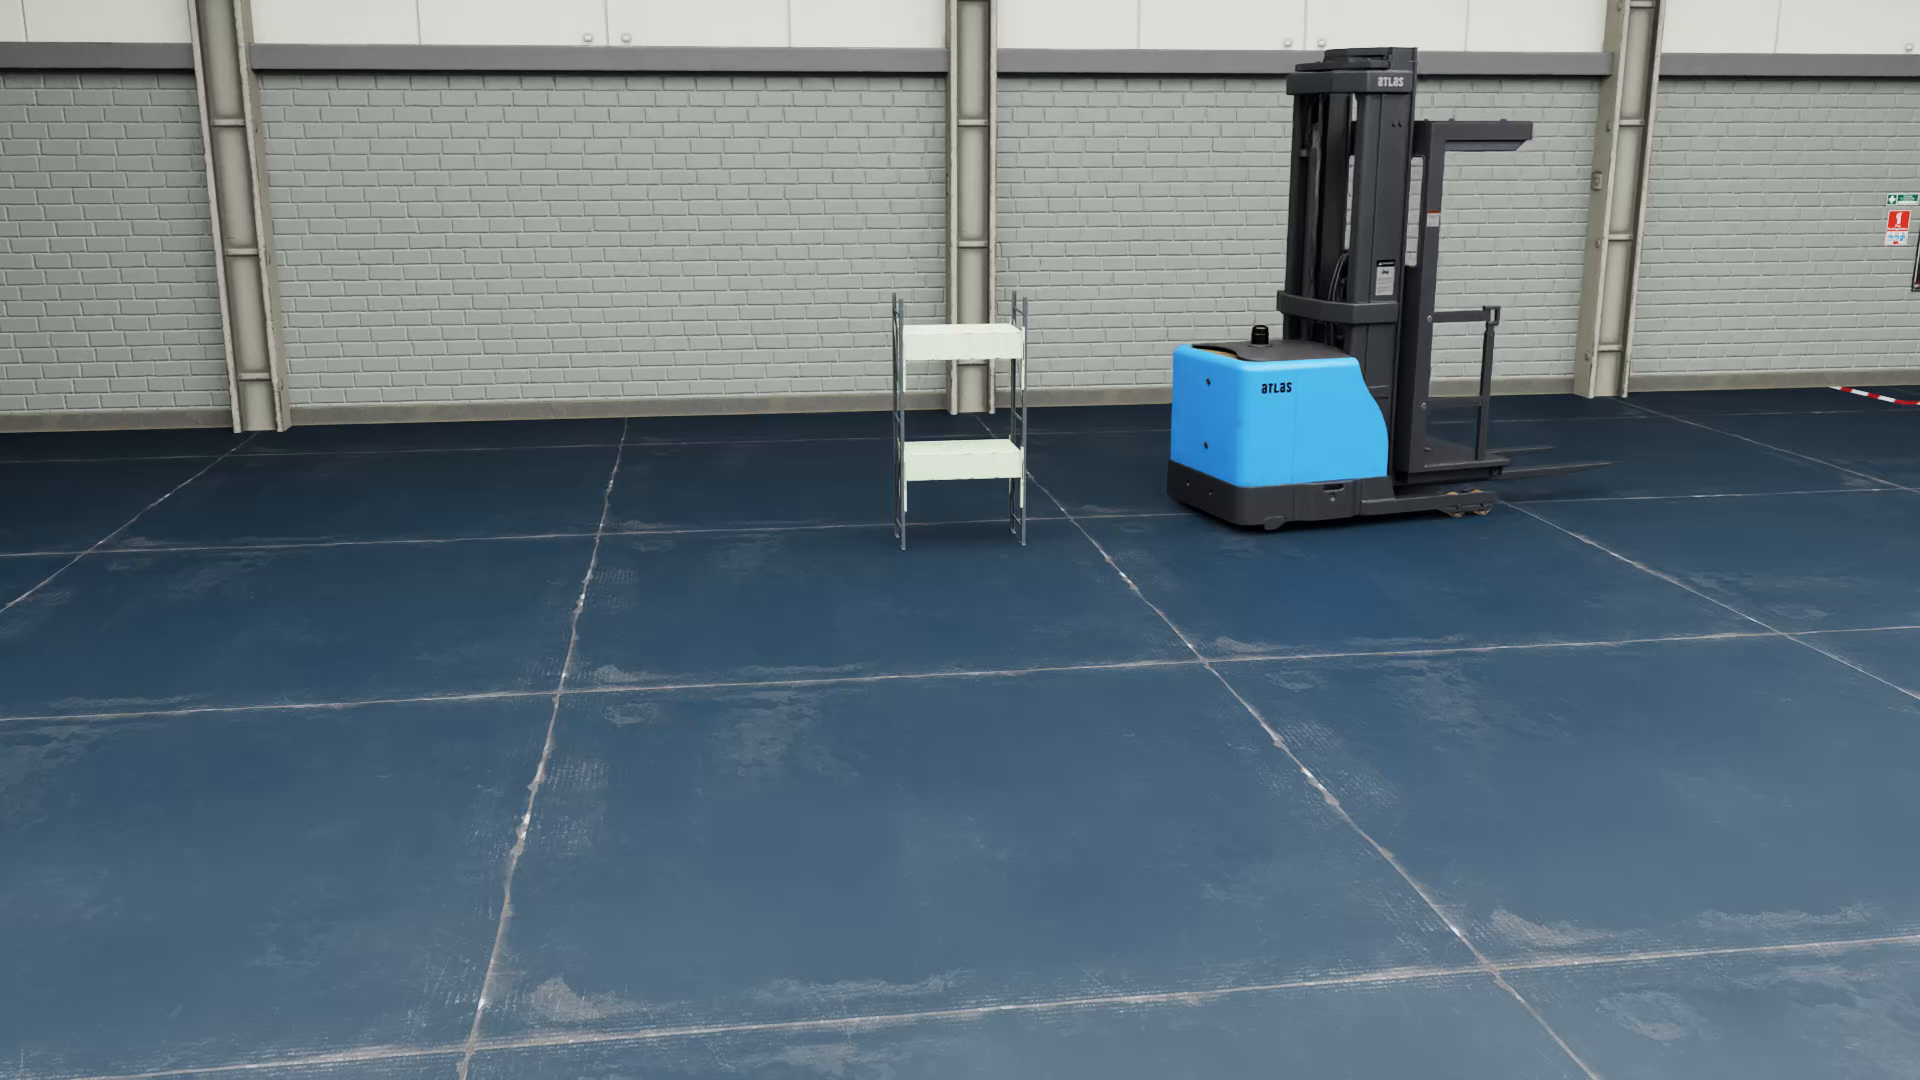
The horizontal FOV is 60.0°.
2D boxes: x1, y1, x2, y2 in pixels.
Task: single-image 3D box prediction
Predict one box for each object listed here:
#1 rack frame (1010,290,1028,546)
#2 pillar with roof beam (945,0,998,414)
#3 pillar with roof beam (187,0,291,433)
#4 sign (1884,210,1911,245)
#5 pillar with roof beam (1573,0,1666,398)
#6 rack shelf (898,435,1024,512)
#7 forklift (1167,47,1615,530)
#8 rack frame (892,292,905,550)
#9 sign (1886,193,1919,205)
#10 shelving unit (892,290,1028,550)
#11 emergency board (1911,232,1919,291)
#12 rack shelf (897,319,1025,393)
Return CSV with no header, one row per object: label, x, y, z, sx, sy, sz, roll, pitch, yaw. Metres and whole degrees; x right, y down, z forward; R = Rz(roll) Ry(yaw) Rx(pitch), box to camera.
rack frame,0.355,-0.740,10.091,0.023,1.500,0.400,-2,14,-8
pillar with roof beam,0.735,-4.478,9.580,0.400,9.000,9.100,-2,14,-8
pillar with roof beam,-5.198,-4.261,8.713,0.400,9.000,9.100,-2,14,-8
sign,8.948,-2.981,15.867,0.234,0.329,0.001,-2,14,-8
pillar with roof beam,6.668,-4.696,10.447,0.400,9.000,9.100,-2,14,-8
rack shelf,-0.007,-0.411,10.118,0.720,0.370,0.431,-2,14,-8
forklift,2.960,-1.682,10.903,3.031,2.935,1.130,-5,15,-20
rack frame,-0.369,-0.714,9.986,0.023,1.500,0.400,-2,14,-8
sign,8.954,-3.236,15.795,0.331,0.109,0.001,-2,14,-8
shelving unit,-0.007,-0.727,10.038,0.755,1.500,0.431,-2,14,-8
emergency board,9.499,-2.963,15.868,0.626,1.169,0.157,-2,14,-8
rack shelf,-0.007,-1.106,9.943,0.720,0.370,0.431,-2,14,-8
